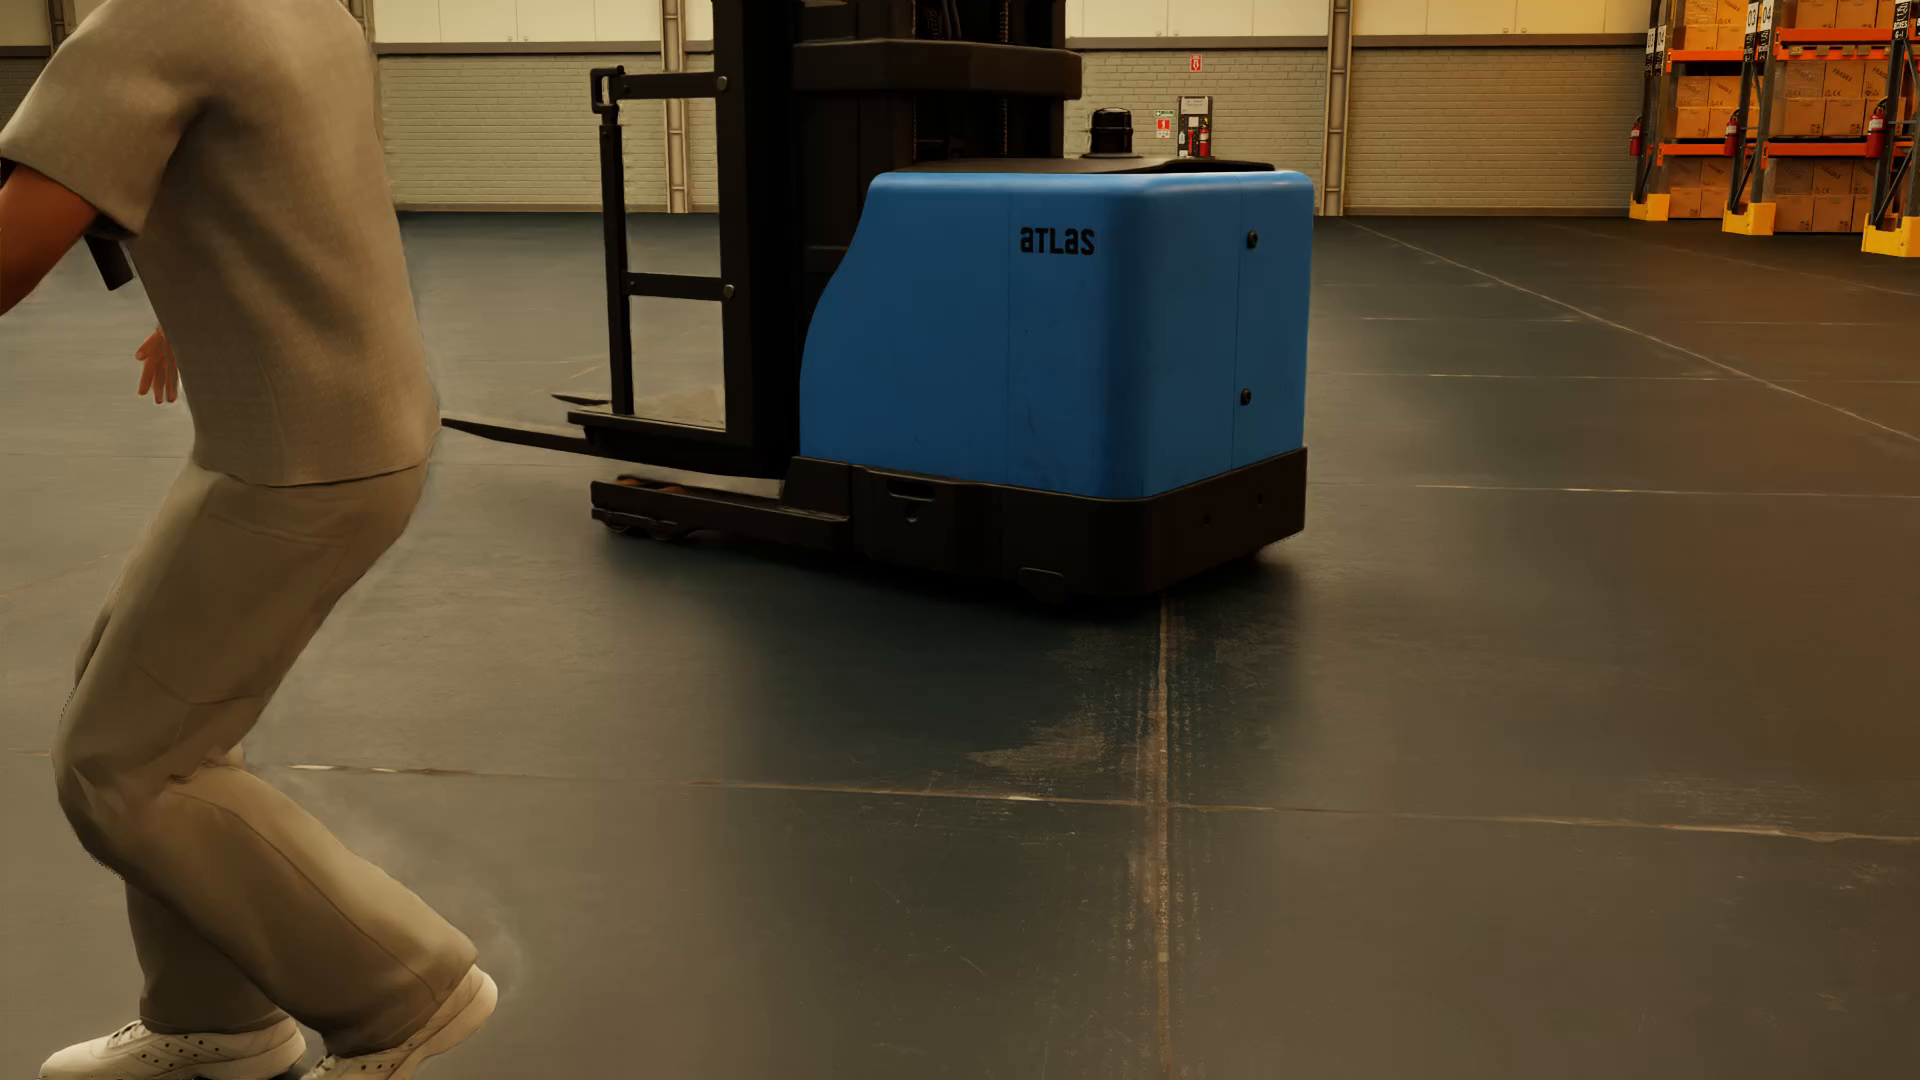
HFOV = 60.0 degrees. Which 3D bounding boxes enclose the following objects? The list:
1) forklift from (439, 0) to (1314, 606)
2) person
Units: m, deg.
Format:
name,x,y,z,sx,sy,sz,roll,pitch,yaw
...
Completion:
name,x,y,z,sx,sy,sz,roll,pitch,yaw
forklift,-0.501,-1.508,4.958,3.031,2.935,1.130,10,16,35
person,-0.924,-0.092,1.897,0.698,1.570,0.718,-2,13,-10
